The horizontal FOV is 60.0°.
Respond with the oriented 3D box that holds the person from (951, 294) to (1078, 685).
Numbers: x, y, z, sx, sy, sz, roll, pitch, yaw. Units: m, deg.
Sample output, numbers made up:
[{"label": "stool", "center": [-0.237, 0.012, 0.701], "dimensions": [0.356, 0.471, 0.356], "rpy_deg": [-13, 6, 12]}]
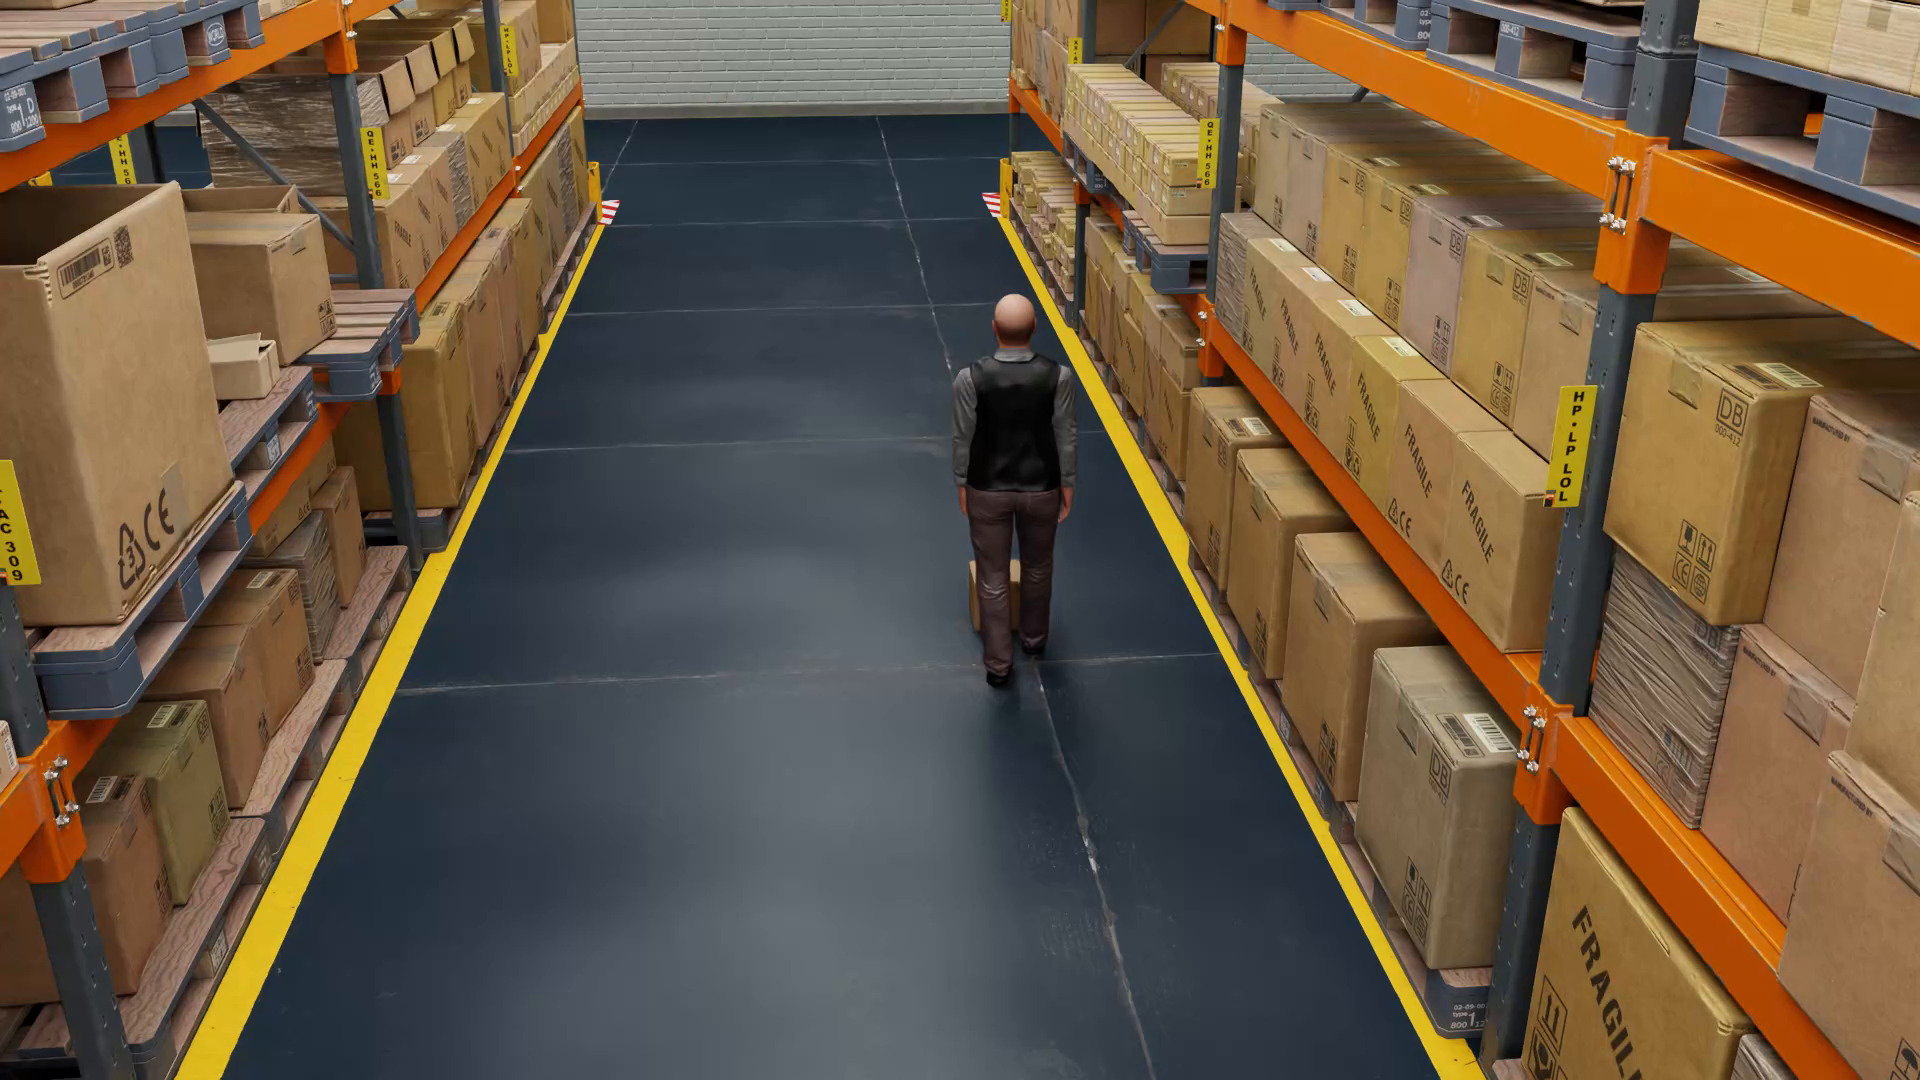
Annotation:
[{"label": "person", "center": [0.219, -0.248, 7.216], "dimensions": [0.536, 1.728, 0.598], "rpy_deg": [-2, 24, -5]}]
